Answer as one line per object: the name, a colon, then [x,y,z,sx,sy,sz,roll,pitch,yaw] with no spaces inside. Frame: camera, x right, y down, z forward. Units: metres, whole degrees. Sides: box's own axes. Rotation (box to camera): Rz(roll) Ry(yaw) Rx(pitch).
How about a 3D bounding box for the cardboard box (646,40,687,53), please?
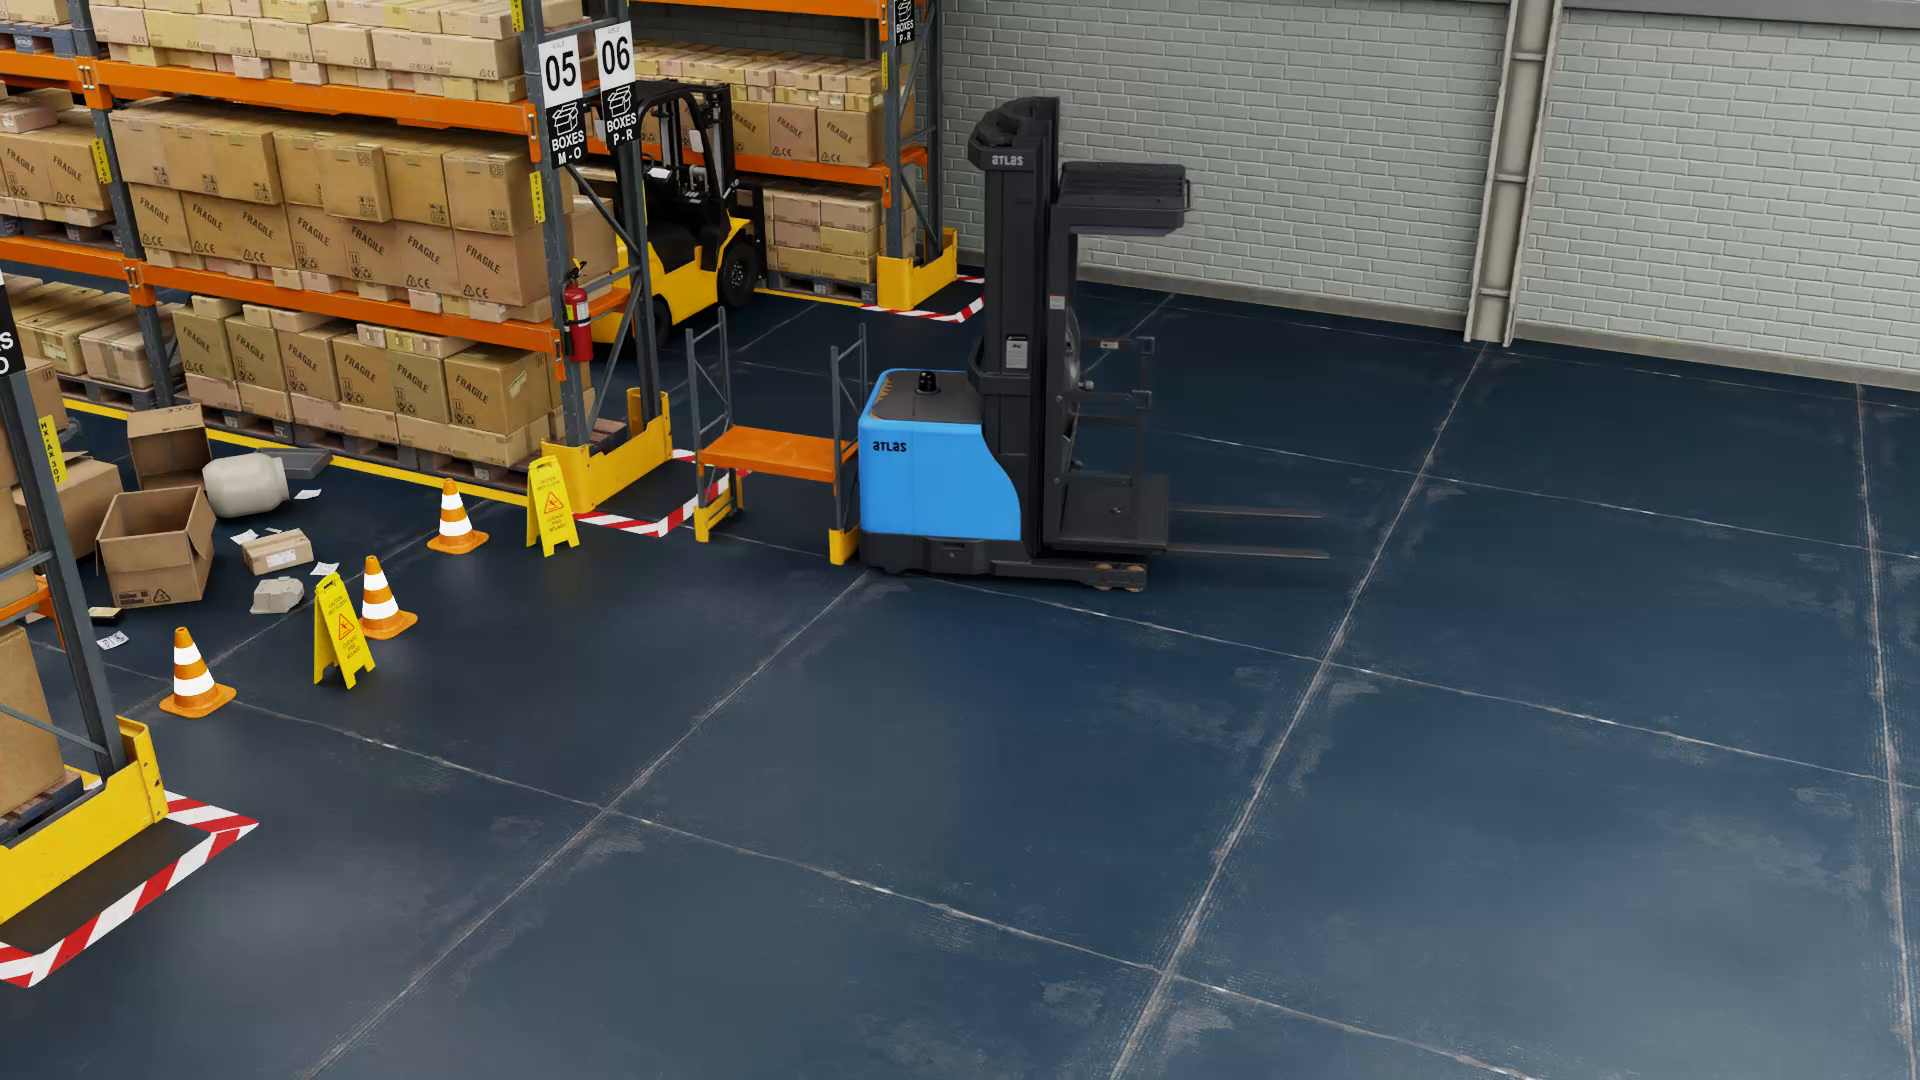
cardboard box: [-2.945,-4.907,16.707,0.250,0.149,0.380,11,28,21]

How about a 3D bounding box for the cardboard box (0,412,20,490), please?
cardboard box: [-4.761,-0.400,7.343,0.550,0.550,0.875,11,28,22]

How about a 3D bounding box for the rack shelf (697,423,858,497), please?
rack shelf: [-1.188,-0.544,11.134,1.000,0.185,0.538,9,28,18]

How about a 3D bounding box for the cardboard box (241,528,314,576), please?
cardboard box: [-4.511,0.078,10.992,0.380,0.149,0.250,-18,31,-31]

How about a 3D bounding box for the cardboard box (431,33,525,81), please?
cardboard box: [-3.060,-3.170,10.800,0.500,0.250,0.500,11,28,21]

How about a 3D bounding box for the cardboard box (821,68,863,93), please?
cardboard box: [-1.082,-4.252,15.377,0.250,0.149,0.380,11,28,22]

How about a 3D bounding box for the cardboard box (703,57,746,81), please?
cardboard box: [-2.243,-4.498,15.875,0.250,0.149,0.380,12,29,23]

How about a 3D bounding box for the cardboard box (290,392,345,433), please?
cardboard box: [-4.724,-1.054,12.702,0.500,0.250,0.500,11,28,21]

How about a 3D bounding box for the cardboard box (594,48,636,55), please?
cardboard box: [-3.394,-4.738,16.364,0.250,0.149,0.380,11,28,21]

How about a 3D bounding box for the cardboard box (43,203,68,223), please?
cardboard box: [-6.939,-2.619,13.052,0.250,0.149,0.380,10,28,20]

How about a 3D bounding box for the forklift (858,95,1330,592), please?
forklift: [0.897,-1.232,10.503,3.031,2.935,1.130,3,26,6]

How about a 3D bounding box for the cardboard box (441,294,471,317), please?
cardboard box: [-3.412,-1.700,11.661,0.250,0.149,0.380,11,28,21]

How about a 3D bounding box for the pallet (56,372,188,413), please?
pallet: [-6.833,-1.395,13.915,1.213,0.211,1.003,11,28,22]

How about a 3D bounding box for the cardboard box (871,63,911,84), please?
cardboard box: [-0.648,-4.386,15.649,0.250,0.149,0.380,11,28,21]

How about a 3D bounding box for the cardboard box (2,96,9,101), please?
cardboard box: [-8.301,-3.449,14.005,0.500,0.500,0.500,9,28,18]

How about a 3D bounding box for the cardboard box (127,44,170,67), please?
cardboard box: [-5.727,-3.511,11.943,0.250,0.149,0.380,11,28,22]

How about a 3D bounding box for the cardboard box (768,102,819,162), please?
cardboard box: [-1.456,-3.898,15.727,0.500,0.500,0.500,12,29,23]

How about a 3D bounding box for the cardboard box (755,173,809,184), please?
cardboard box: [-1.697,-3.523,16.585,0.500,0.250,0.500,11,28,21]

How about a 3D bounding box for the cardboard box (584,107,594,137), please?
cardboard box: [-3.776,-4.360,16.666,0.500,0.500,0.500,11,28,20]

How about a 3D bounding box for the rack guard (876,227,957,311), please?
rack guard: [-0.409,-2.644,16.124,0.348,0.500,1.175,11,28,22]

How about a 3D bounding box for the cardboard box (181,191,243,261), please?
cardboard box: [-5.372,-2.408,12.365,0.500,0.500,0.500,11,28,22]

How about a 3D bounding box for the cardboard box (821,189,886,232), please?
cardboard box: [-0.979,-3.132,15.791,0.500,0.250,0.500,12,29,24]

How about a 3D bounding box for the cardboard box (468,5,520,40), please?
cardboard box: [-2.912,-3.307,10.627,0.250,0.149,0.380,12,29,22]

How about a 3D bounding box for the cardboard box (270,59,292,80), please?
cardboard box: [-4.536,-3.299,11.514,0.250,0.149,0.380,12,28,22]

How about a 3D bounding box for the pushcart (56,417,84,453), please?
pushcart: [-7.022,-0.402,11.710,0.936,0.377,1.648,2,26,4]

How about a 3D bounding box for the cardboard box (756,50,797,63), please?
cardboard box: [-1.786,-4.667,16.220,0.250,0.149,0.380,11,28,21]

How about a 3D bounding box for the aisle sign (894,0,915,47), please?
aisle sign: [-0.493,-4.806,14.742,0.004,0.787,0.394,11,28,22]

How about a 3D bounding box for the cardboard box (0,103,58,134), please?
cardboard box: [-7.270,-3.277,12.919,0.250,0.149,0.380,11,28,20]

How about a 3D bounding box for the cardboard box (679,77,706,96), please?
cardboard box: [-2.492,-4.382,15.977,0.250,0.149,0.380,11,28,21]

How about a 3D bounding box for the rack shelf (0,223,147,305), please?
rack shelf: [-7.944,-2.548,13.913,4.000,0.370,1.077,11,28,22]

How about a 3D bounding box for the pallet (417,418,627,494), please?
pallet: [-3.276,-0.699,12.500,1.213,0.211,1.003,11,28,22]

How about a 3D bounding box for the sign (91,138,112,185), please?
sign: [-6.350,-2.800,12.301,0.005,0.325,0.100,11,28,22]

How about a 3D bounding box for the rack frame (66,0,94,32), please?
rack frame: [-6.124,-5.196,11.686,0.127,3.000,1.000,11,28,22]

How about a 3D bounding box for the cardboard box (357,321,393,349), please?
cardboard box: [-4.148,-1.533,12.092,0.250,0.149,0.380,13,29,24]

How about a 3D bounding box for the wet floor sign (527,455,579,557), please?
wet floor sign: [-2.752,-0.252,11.101,0.232,0.644,0.267,23,35,39]

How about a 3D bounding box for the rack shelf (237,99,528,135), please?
rack shelf: [-5.893,-4.544,17.968,4.000,0.370,1.077,11,28,22]

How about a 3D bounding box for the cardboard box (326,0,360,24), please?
cardboard box: [-4.028,-3.582,11.185,0.250,0.149,0.380,11,28,20]

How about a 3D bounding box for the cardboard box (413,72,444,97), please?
cardboard box: [-3.391,-3.054,11.015,0.250,0.149,0.380,12,29,23]

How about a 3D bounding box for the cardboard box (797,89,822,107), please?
cardboard box: [-1.319,-4.163,15.532,0.250,0.149,0.380,12,29,23]

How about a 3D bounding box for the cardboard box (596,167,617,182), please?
cardboard box: [-3.301,-3.592,16.726,0.500,0.250,0.500,11,28,22]

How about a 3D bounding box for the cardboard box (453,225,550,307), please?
cardboard box: [-3.090,-1.940,11.414,0.500,0.500,0.500,11,28,21]

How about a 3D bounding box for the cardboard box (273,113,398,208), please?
cardboard box: [-4.399,-2.700,11.826,0.500,0.500,0.700,11,28,21]

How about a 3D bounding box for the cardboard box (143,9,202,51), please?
cardboard box: [-5.363,-3.635,11.745,0.500,0.250,0.500,11,28,21]

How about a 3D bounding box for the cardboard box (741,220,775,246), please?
cardboard box: [-1.934,-3.094,16.280,0.500,0.250,0.500,11,28,21]

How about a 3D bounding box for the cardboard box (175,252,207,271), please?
cardboard box: [-5.718,-2.180,12.636,0.250,0.149,0.380,12,29,23]

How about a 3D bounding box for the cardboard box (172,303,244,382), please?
cardboard box: [-5.698,-1.579,12.920,0.500,0.500,0.500,13,29,24]

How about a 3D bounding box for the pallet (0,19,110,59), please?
pallet: [-6.641,-3.922,12.706,1.003,0.211,1.213,11,28,22]

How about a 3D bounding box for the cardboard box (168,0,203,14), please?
cardboard box: [-5.258,-3.760,11.547,0.250,0.149,0.380,11,28,21]

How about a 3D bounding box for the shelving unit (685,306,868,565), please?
shelving unit: [-1.196,-0.707,11.057,1.083,1.500,0.587,9,28,18]

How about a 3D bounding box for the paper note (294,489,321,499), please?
paper note: [-4.691,-0.334,11.964,0.148,0.019,0.142,2,26,4]

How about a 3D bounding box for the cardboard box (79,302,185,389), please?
cardboard box: [-6.602,-1.609,13.691,0.625,0.372,0.950,12,29,22]

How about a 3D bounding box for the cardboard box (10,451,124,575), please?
cardboard box: [-5.984,-0.185,10.972,0.503,0.637,0.797,11,28,22]

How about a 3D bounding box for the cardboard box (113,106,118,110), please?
cardboard box: [-9.961,-5.175,20.056,0.250,0.149,0.380,12,29,23]

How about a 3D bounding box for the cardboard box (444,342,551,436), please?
cardboard box: [-3.320,-1.106,11.959,0.500,0.500,0.500,12,28,22]

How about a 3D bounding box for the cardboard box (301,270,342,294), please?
cardboard box: [-4.568,-1.933,12.134,0.250,0.149,0.380,11,28,22]
